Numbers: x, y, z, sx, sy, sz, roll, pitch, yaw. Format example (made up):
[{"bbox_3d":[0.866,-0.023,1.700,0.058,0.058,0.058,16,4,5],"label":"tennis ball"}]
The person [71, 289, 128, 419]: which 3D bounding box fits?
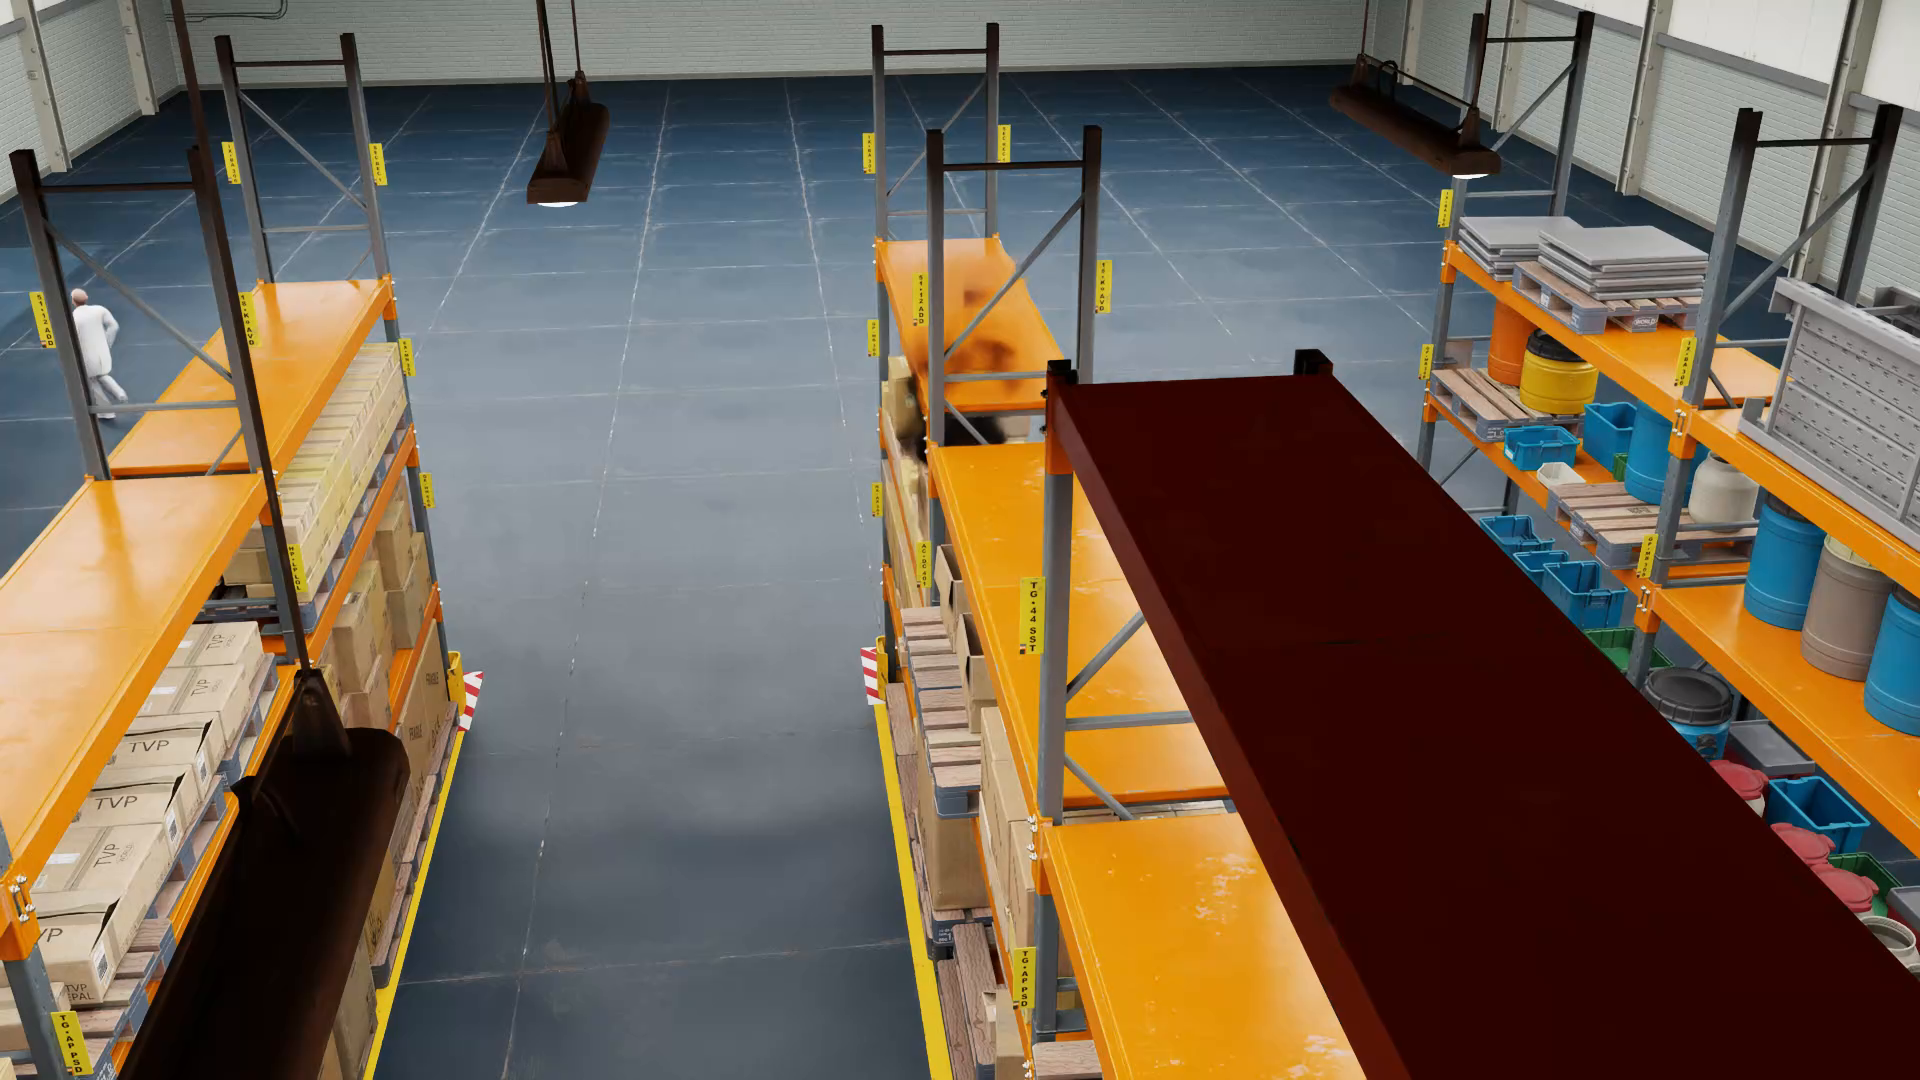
[{"bbox_3d":[-11.193,-2.384,21.495,0.636,1.750,0.731,17,30,32],"label":"person"}]
